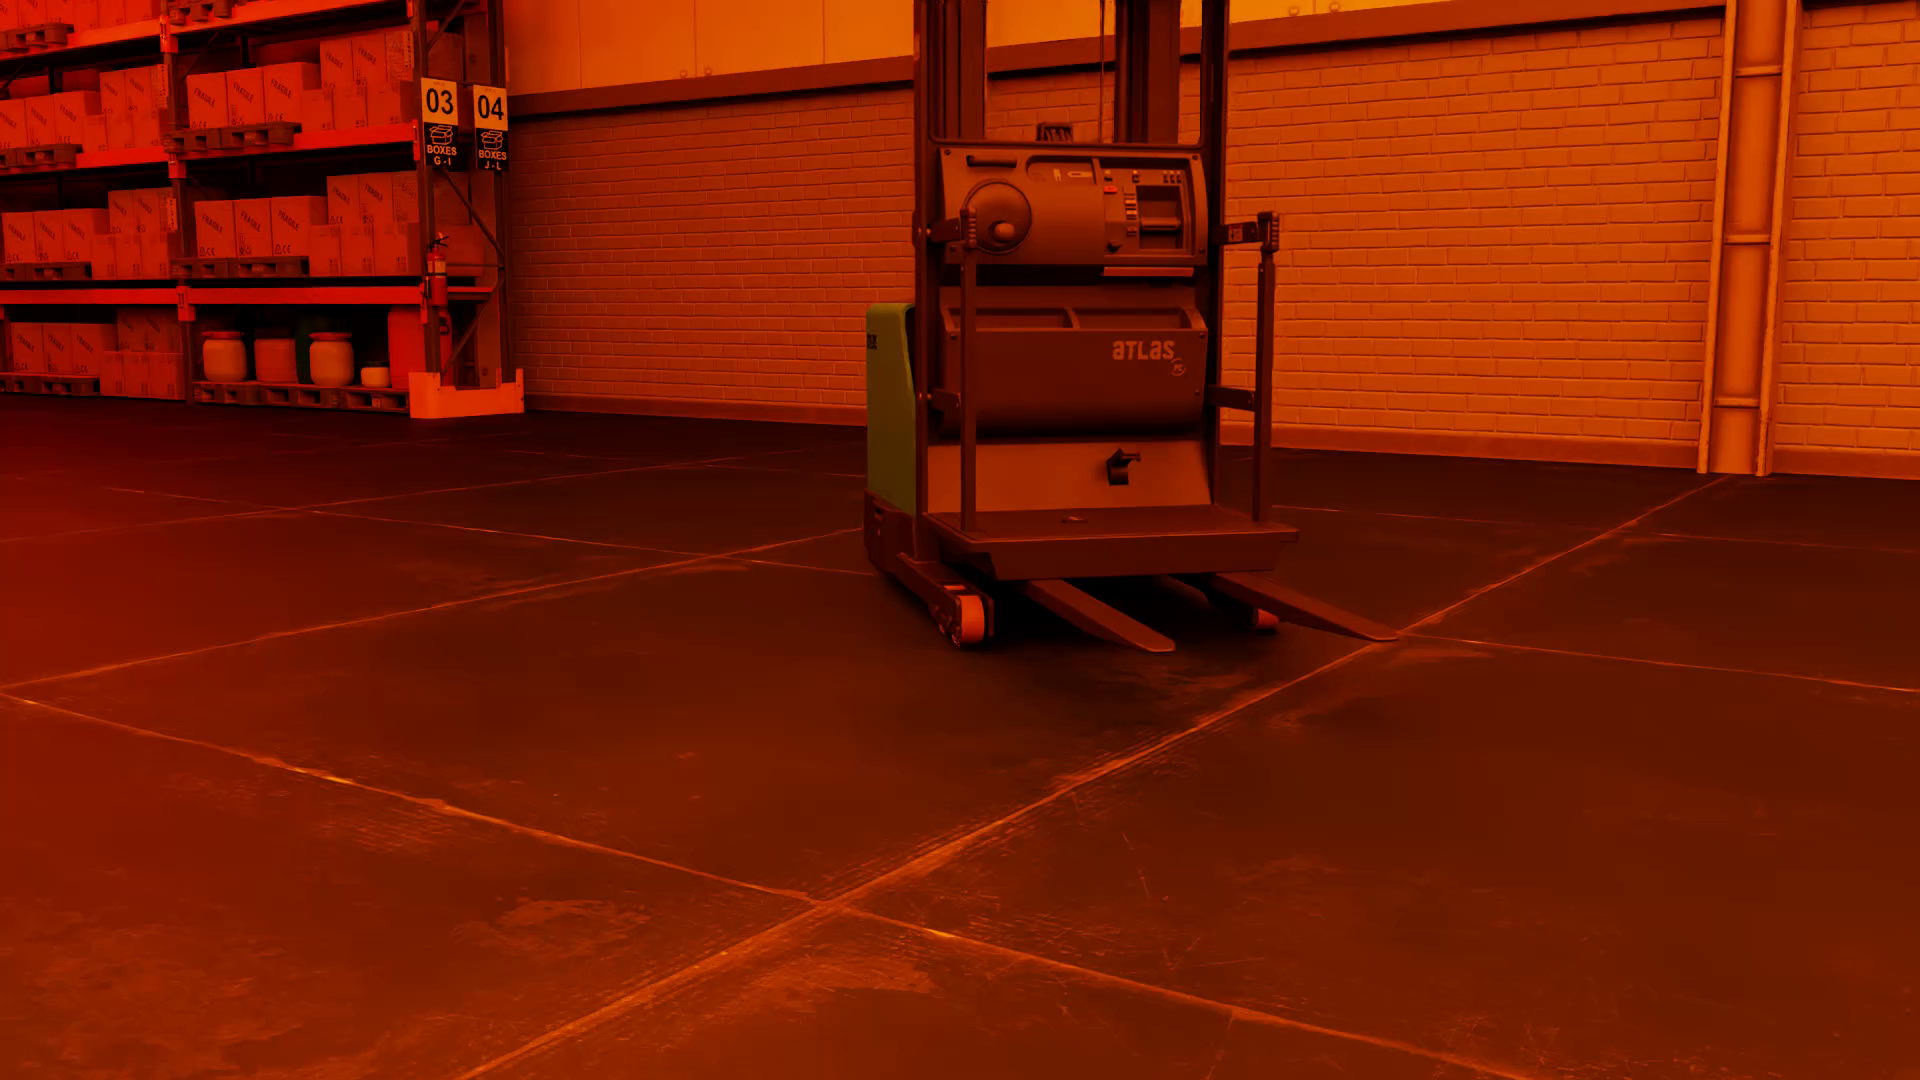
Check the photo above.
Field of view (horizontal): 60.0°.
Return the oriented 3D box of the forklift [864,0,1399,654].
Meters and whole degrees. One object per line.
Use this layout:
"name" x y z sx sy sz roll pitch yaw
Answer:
"forklift" 0.444 -1.175 5.453 1.130 2.935 3.031 -2 8 -13
